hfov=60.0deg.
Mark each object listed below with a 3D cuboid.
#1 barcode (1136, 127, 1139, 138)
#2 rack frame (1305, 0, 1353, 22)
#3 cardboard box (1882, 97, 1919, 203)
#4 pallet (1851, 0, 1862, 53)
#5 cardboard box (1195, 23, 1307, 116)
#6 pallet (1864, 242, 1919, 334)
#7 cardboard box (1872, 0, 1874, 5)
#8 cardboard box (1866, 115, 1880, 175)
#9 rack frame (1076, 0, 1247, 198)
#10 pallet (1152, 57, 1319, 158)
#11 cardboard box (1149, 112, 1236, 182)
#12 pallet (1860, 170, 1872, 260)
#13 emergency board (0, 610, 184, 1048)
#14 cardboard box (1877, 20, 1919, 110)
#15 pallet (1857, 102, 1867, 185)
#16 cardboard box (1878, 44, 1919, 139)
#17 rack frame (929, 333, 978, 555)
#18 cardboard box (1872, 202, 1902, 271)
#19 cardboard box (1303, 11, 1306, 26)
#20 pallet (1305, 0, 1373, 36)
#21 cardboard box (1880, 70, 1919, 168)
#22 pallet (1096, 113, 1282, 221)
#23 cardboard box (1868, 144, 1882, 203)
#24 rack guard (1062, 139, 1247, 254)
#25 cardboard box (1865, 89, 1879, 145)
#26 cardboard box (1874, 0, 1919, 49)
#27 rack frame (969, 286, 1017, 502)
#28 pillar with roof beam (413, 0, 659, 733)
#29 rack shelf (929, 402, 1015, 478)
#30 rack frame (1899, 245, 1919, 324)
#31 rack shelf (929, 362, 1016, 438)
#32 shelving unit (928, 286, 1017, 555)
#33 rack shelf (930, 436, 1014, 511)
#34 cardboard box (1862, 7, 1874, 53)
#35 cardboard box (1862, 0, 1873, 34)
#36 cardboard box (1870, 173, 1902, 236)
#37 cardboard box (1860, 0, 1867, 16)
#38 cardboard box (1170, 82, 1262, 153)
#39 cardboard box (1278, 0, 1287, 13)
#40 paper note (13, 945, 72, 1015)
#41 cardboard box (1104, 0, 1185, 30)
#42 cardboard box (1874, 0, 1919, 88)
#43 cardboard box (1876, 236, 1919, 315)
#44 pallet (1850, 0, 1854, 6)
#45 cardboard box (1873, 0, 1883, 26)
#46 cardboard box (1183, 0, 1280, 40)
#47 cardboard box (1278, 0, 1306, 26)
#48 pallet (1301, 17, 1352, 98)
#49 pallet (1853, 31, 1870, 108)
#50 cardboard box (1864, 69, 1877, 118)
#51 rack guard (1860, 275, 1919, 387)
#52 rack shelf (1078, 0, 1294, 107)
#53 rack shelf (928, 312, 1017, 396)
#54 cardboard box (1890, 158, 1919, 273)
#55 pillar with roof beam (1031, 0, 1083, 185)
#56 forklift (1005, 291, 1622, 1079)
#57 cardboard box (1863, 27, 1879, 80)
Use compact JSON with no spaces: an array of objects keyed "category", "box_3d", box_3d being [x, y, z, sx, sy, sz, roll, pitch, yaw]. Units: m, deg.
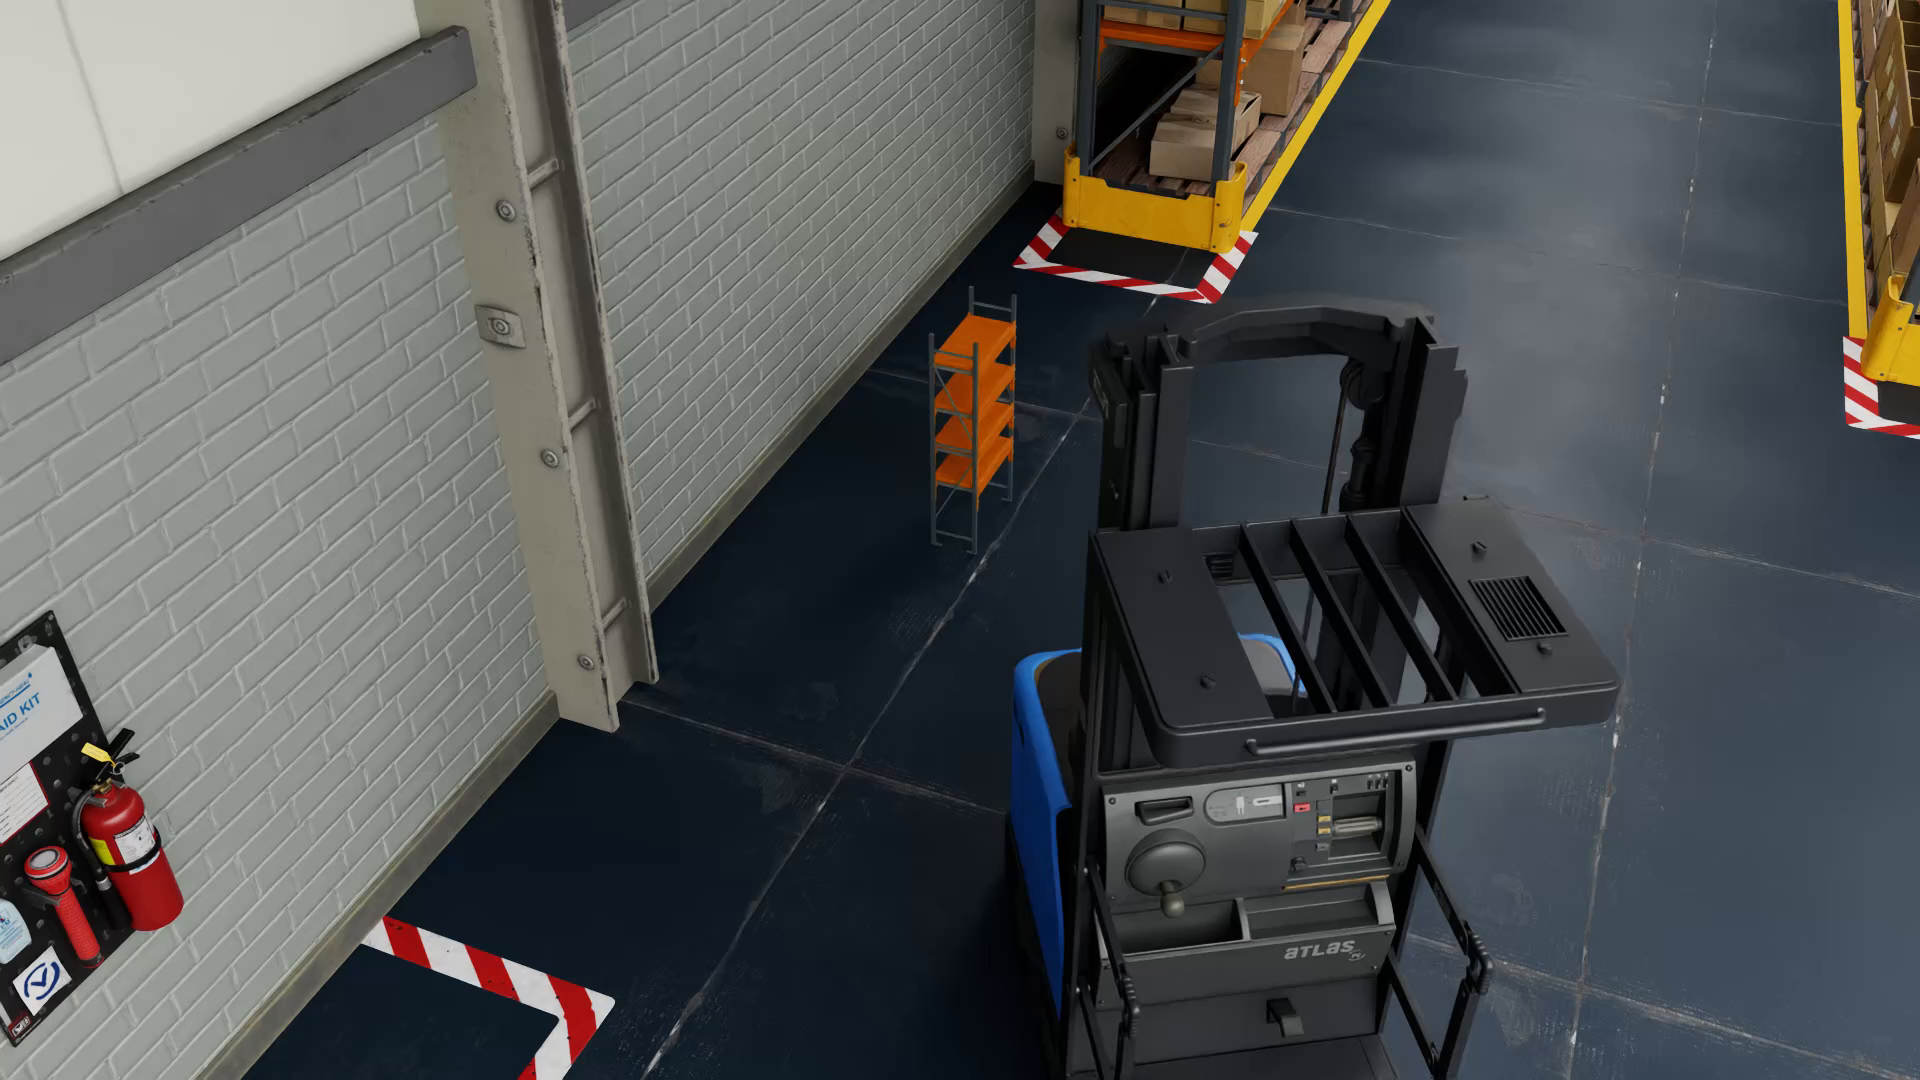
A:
[{"category":"barcode","box_3d":[1.226,-2.811,11.478,0.001,0.075,0.075,14,39,18]},{"category":"rack frame","box_3d":[2.765,-5.459,13.150,1.000,3.000,0.127,14,39,18]},{"category":"cardboard box","box_3d":[6.121,-2.407,10.386,0.500,0.500,0.500,14,39,18]},{"category":"pallet","box_3d":[8.054,-4.311,13.942,1.003,0.211,1.213,14,39,18]},{"category":"cardboard box","box_3d":[2.131,-3.493,12.239,0.700,0.500,0.500,11,38,15]},{"category":"pallet","box_3d":[6.077,-1.434,10.094,1.003,0.211,1.213,14,39,18]},{"category":"cardboard box","box_3d":[7.620,-4.479,13.316,0.500,0.311,0.500,14,39,18]},{"category":"cardboard box","box_3d":[6.500,-2.661,11.352,0.500,0.250,0.500,14,39,18]},{"category":"rack frame","box_3d":[1.243,-3.245,10.187,1.000,3.000,0.127,14,39,18]},{"category":"pallet","box_3d":[2.079,-3.285,12.570,1.003,0.211,1.213,14,39,18]},{"category":"cardboard box","box_3d":[1.589,-2.706,11.345,0.500,0.311,0.500,10,38,13]},{"category":"pallet","box_3d":[6.543,-2.107,10.995,1.003,0.211,1.213,14,39,18]},{"category":"emergency board","box_3d":[-2.549,0.852,4.706,0.194,1.169,0.643,14,39,18]},{"category":"cardboard box","box_3d":[6.698,-3.236,11.495,0.500,0.500,0.500,14,39,18]},{"category":"pallet","box_3d":[7.006,-2.785,11.901,1.003,0.211,1.213,14,39,18]},{"category":"cardboard box","box_3d":[6.501,-2.961,11.127,0.500,0.500,0.500,14,39,18]},{"category":"rack frame","box_3d":[-0.030,-0.437,7.934,0.240,1.200,0.015,14,39,18]},{"category":"cardboard box","box_3d":[5.935,-1.829,10.239,0.500,0.250,0.500,14,39,18]},{"category":"cardboard box","box_3d":[2.589,-4.198,13.461,0.380,0.166,0.250,9,38,12]},{"category":"pallet","box_3d":[3.060,-4.774,14.562,1.003,0.211,1.213,14,39,18]},{"category":"cardboard box","box_3d":[6.312,-2.684,10.756,0.500,0.500,0.500,14,39,18]},{"category":"pallet","box_3d":[1.613,-2.612,11.669,1.003,0.211,1.213,14,39,18]},{"category":"cardboard box","box_3d":[6.316,-2.383,10.980,0.500,0.250,0.500,14,39,18]},{"category":"rack guard","box_3d":[1.272,-2.285,10.992,1.175,0.500,0.348,14,39,18]},{"category":"cardboard box","box_3d":[6.695,-2.936,11.721,0.500,0.250,0.500,14,39,18]},{"category":"cardboard box","box_3d":[7.236,-3.914,12.560,0.500,0.311,0.500,14,39,18]},{"category":"rack frame","box_3d":[0.156,-0.707,8.296,0.240,1.200,0.015,14,39,18]},{"category":"pillar with roof beam","box_3d":[2.407,-1.930,3.417,9.100,9.000,0.400,14,39,18]},{"category":"rack shelf","box_3d":[0.063,-0.518,8.155,0.258,0.148,0.480,14,39,18]},{"category":"rack frame","box_3d":[5.825,-2.118,8.680,1.000,3.000,0.127,14,39,18]},{"category":"rack shelf","box_3d":[0.063,-0.698,8.021,0.258,0.148,0.480,14,39,18]},{"category":"shelving unit","box_3d":[0.063,-0.572,8.115,0.258,1.200,0.503,14,39,18]},{"category":"rack shelf","box_3d":[0.063,-0.359,8.274,0.258,0.148,0.480,14,39,18]},{"category":"cardboard box","box_3d":[7.431,-3.975,13.110,0.500,0.250,0.500,13,39,17]},{"category":"cardboard box","box_3d":[7.625,-4.258,13.489,0.500,0.250,0.500,15,39,19]},{"category":"cardboard box","box_3d":[6.124,-2.106,10.610,0.500,0.250,0.500,14,39,18]},{"category":"cardboard box","box_3d":[7.820,-4.540,13.866,0.500,0.250,0.500,15,39,19]},{"category":"cardboard box","box_3d":[1.806,-3.022,11.768,0.500,0.311,0.500,17,40,21]},{"category":"cardboard box","box_3d":[1.906,-3.681,10.880,0.500,0.250,0.500,13,39,16]},{"category":"paper note","box_3d":[-2.681,1.287,4.859,0.016,0.148,0.142,14,39,18]},{"category":"cardboard box","box_3d":[1.241,-3.496,10.631,0.500,0.250,0.500,14,39,18]},{"category":"cardboard box","box_3d":[6.881,-3.515,11.868,0.500,0.500,0.500,14,39,18]},{"category":"cardboard box","box_3d":[5.756,-1.549,9.865,0.500,0.250,0.500,14,39,18]},{"category":"pallet","box_3d":[8.520,-4.984,14.843,1.003,0.211,1.213,14,39,18]},{"category":"cardboard box","box_3d":[7.428,-4.203,12.947,0.500,0.311,0.500,15,39,19]},{"category":"cardboard box","box_3d":[1.722,-3.390,10.491,0.500,0.250,0.500,13,39,16]},{"category":"cardboard box","box_3d":[2.407,-4.050,12.986,0.500,0.500,0.500,11,38,14]},{"category":"pallet","box_3d":[2.542,-3.962,13.476,1.003,0.211,1.213,14,39,18]},{"category":"pallet","box_3d":[7.591,-3.633,13.035,1.003,0.211,1.213,14,39,18]},{"category":"cardboard box","box_3d":[6.890,-3.212,12.089,0.500,0.250,0.500,14,39,18]},{"category":"rack guard","box_3d":[5.816,-1.104,9.411,1.175,0.500,0.348,14,39,18]},{"category":"rack shelf","box_3d":[2.004,-4.064,11.884,1.077,0.370,4.000,14,39,18]},{"category":"rack shelf","box_3d":[0.063,-0.887,7.880,0.258,0.148,0.480,14,39,18]},{"category":"cardboard box","box_3d":[5.754,-1.850,9.641,0.500,0.500,0.500,14,39,18]},{"category":"pillar with roof beam","box_3d":[4.690,-5.251,7.861,9.100,9.000,0.400,14,39,18]},{"category":"forklift","box_3d":[0.907,0.927,4.663,1.130,2.935,3.031,-5,37,-7]},{"category":"cardboard box","box_3d":[7.237,-3.695,12.736,0.500,0.250,0.500,13,39,17]}]
